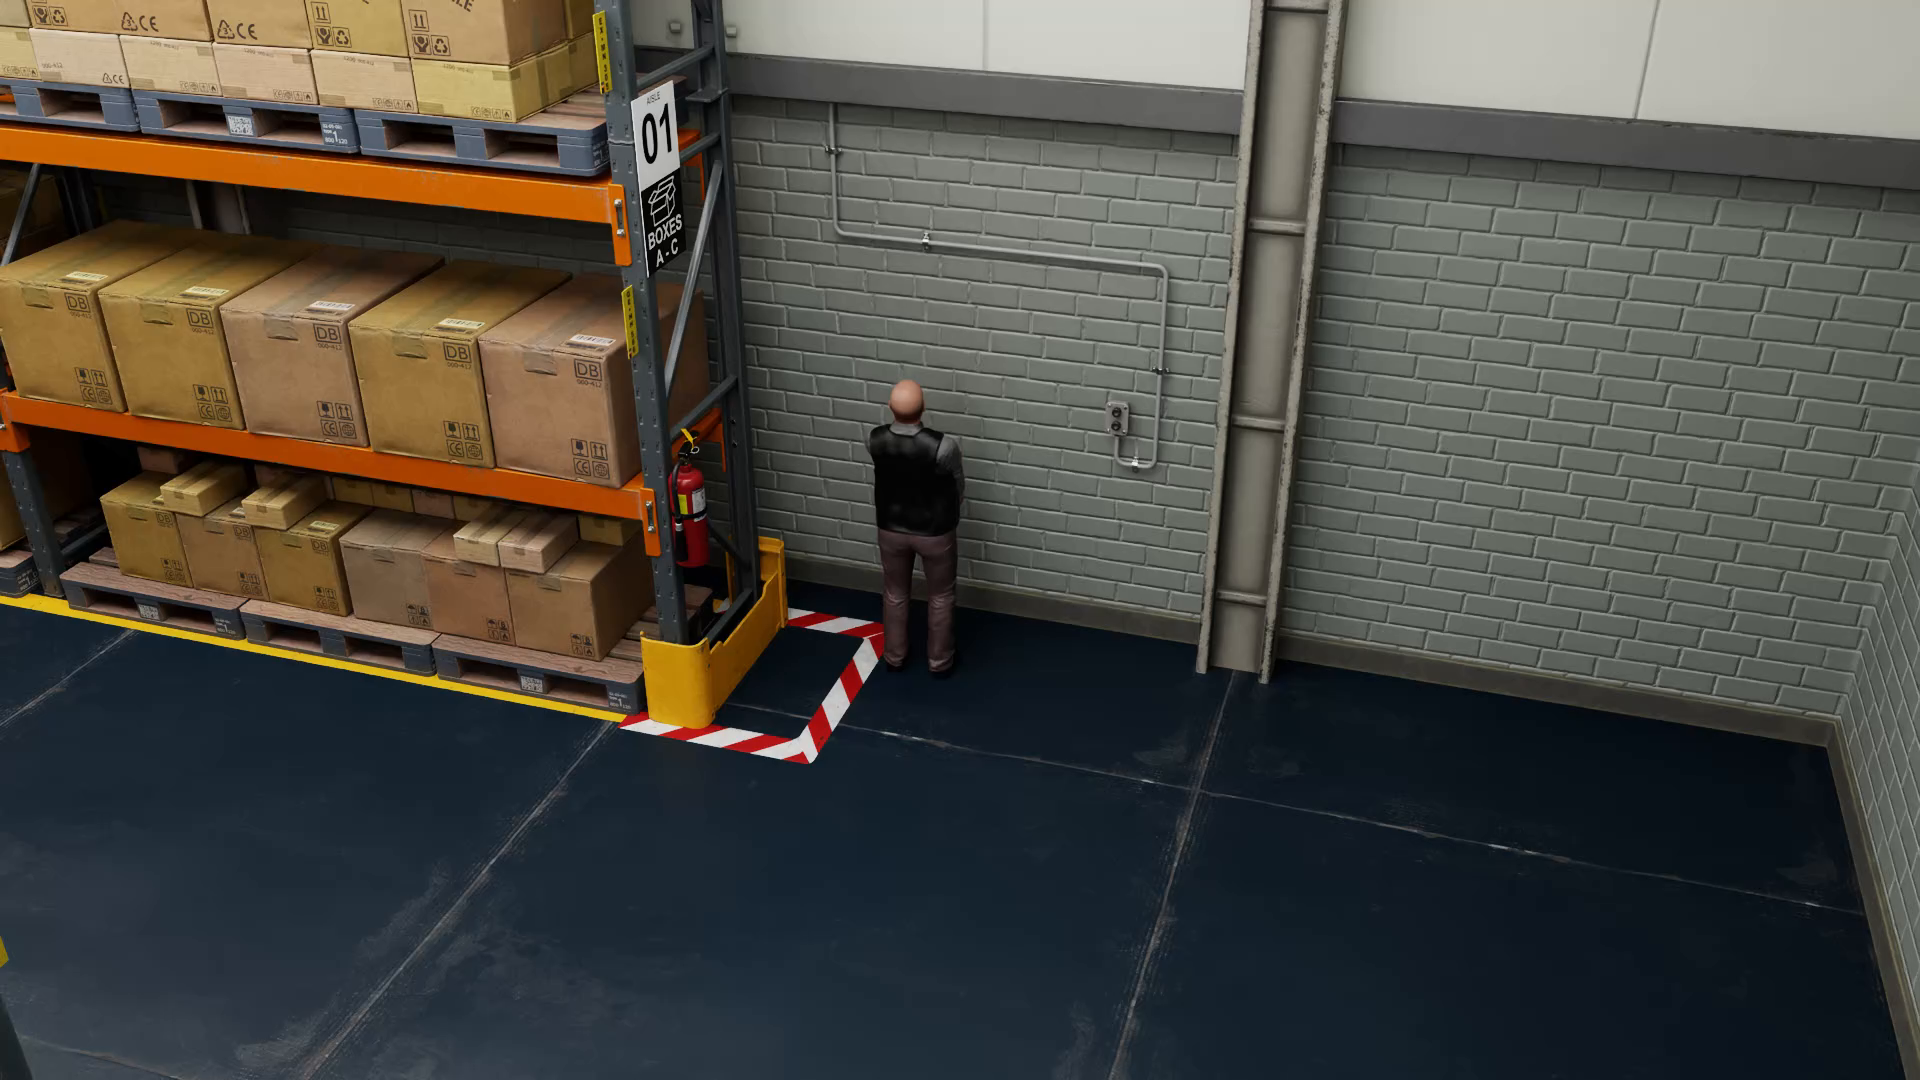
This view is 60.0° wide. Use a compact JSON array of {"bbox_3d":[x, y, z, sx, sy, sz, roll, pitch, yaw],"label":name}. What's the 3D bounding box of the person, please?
[{"bbox_3d":[-0.213,-0.102,8.729,0.494,1.711,0.551,7,30,13],"label":"person"}]
